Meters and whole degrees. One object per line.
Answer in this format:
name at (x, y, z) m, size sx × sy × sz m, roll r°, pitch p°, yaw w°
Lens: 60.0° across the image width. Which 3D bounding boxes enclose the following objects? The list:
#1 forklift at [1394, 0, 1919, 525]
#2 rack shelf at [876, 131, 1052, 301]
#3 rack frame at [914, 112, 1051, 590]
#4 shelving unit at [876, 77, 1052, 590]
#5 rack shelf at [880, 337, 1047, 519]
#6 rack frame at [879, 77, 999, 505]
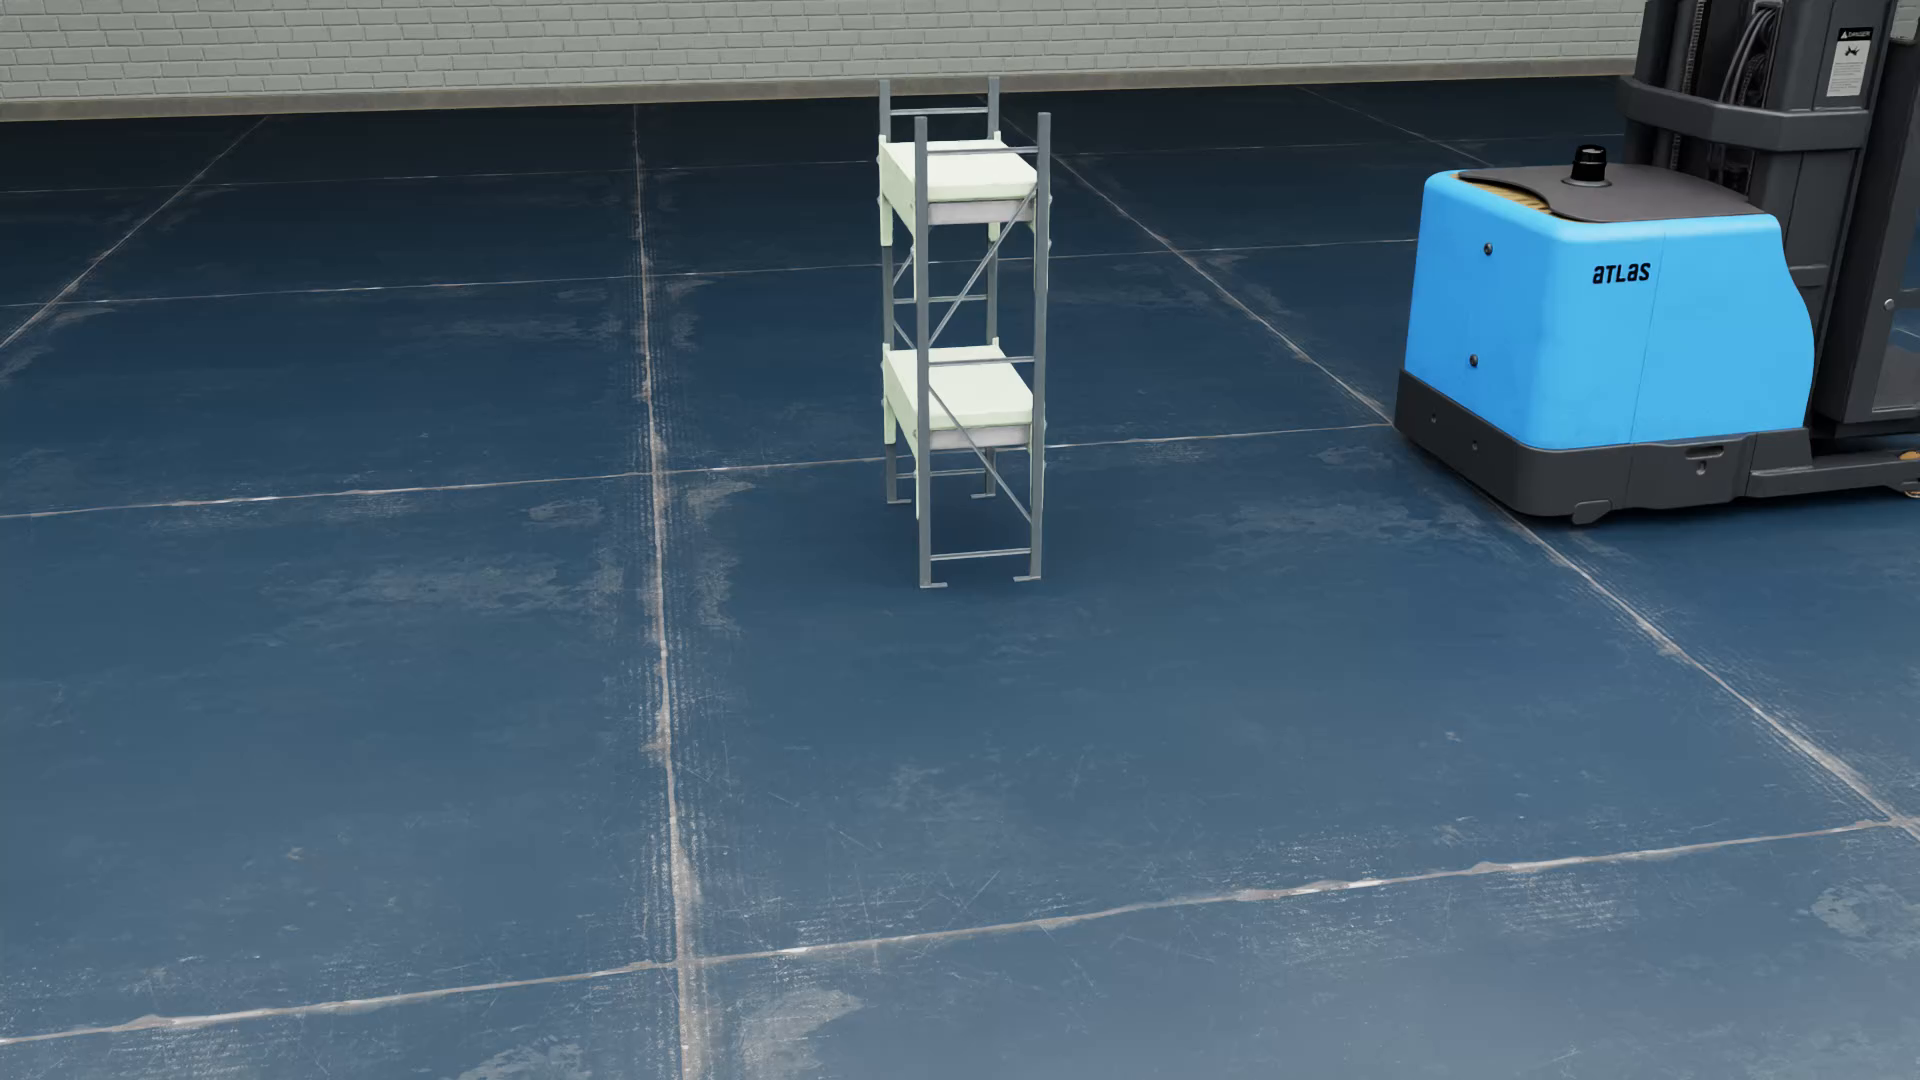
forklift at (3.297, -1.697, 5.974) m, size 3.031 × 2.935 × 1.130 m, roll -6°, pitch 24°, yaw -13°
rack shelf at (-0.001, -1.048, 5.300) m, size 0.431 × 0.370 × 0.720 m, roll -4°, pitch 24°, yaw -10°
rack frame at (0.066, -0.546, 5.126) m, size 0.400 × 1.500 × 0.023 m, roll -4°, pitch 24°, yaw -10°
shelving unit at (-0.001, -0.690, 5.456) m, size 0.431 × 1.500 × 0.755 m, roll -4°, pitch 24°, yaw -10°
rack shelf at (-0.001, -0.391, 5.586) m, size 0.431 × 0.370 × 0.720 m, roll -4°, pitch 24°, yaw -10°
rack frame at (-0.069, -0.834, 5.785) m, size 0.400 × 1.500 × 0.023 m, roll -4°, pitch 24°, yaw -10°
